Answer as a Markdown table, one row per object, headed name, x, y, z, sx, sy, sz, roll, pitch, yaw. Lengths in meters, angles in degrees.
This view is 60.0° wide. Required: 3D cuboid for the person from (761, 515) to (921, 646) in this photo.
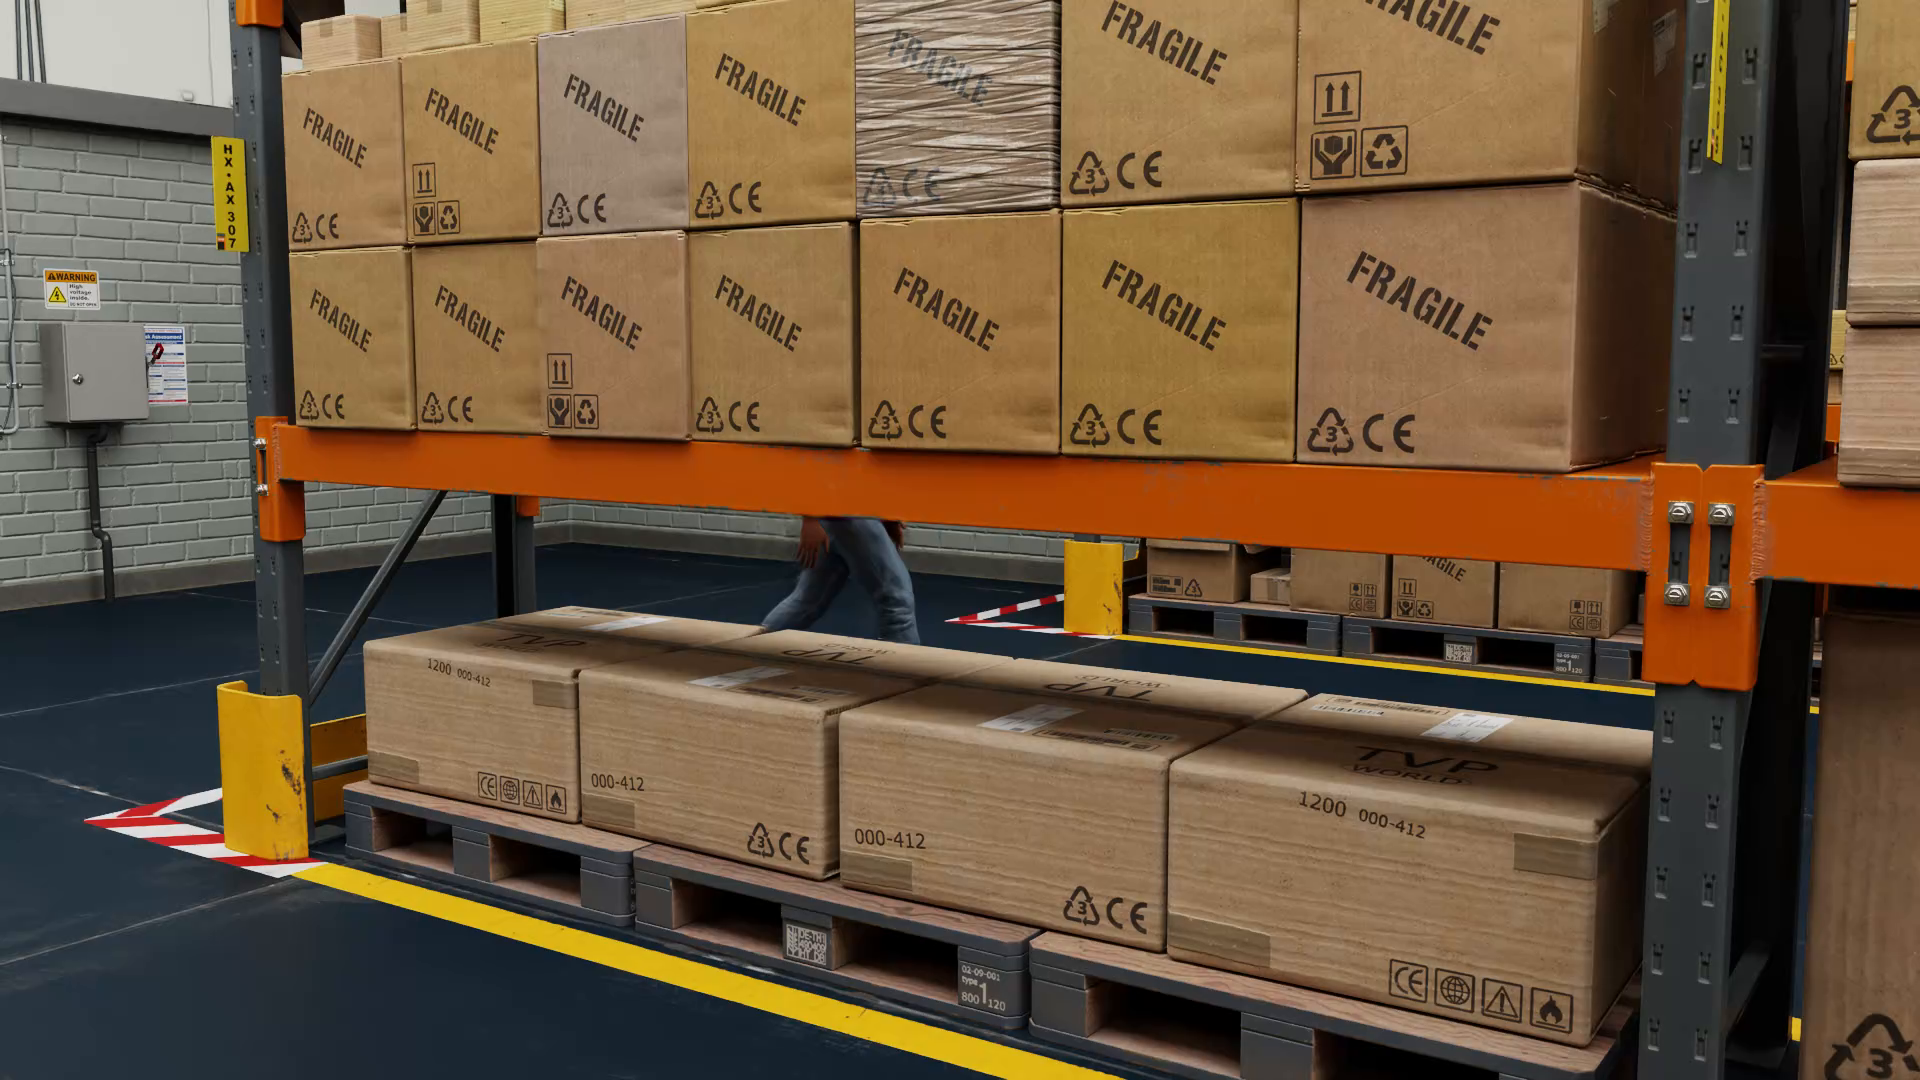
| name | x | y | z | sx | sy | sz | roll | pitch | yaw |
| --- | --- | --- | --- | --- | --- | --- | --- | --- | --- |
| person | -0.441 | -0.111 | 6.810 | 1.079 | 1.719 | 0.582 | 0 | 6 | 1 |
